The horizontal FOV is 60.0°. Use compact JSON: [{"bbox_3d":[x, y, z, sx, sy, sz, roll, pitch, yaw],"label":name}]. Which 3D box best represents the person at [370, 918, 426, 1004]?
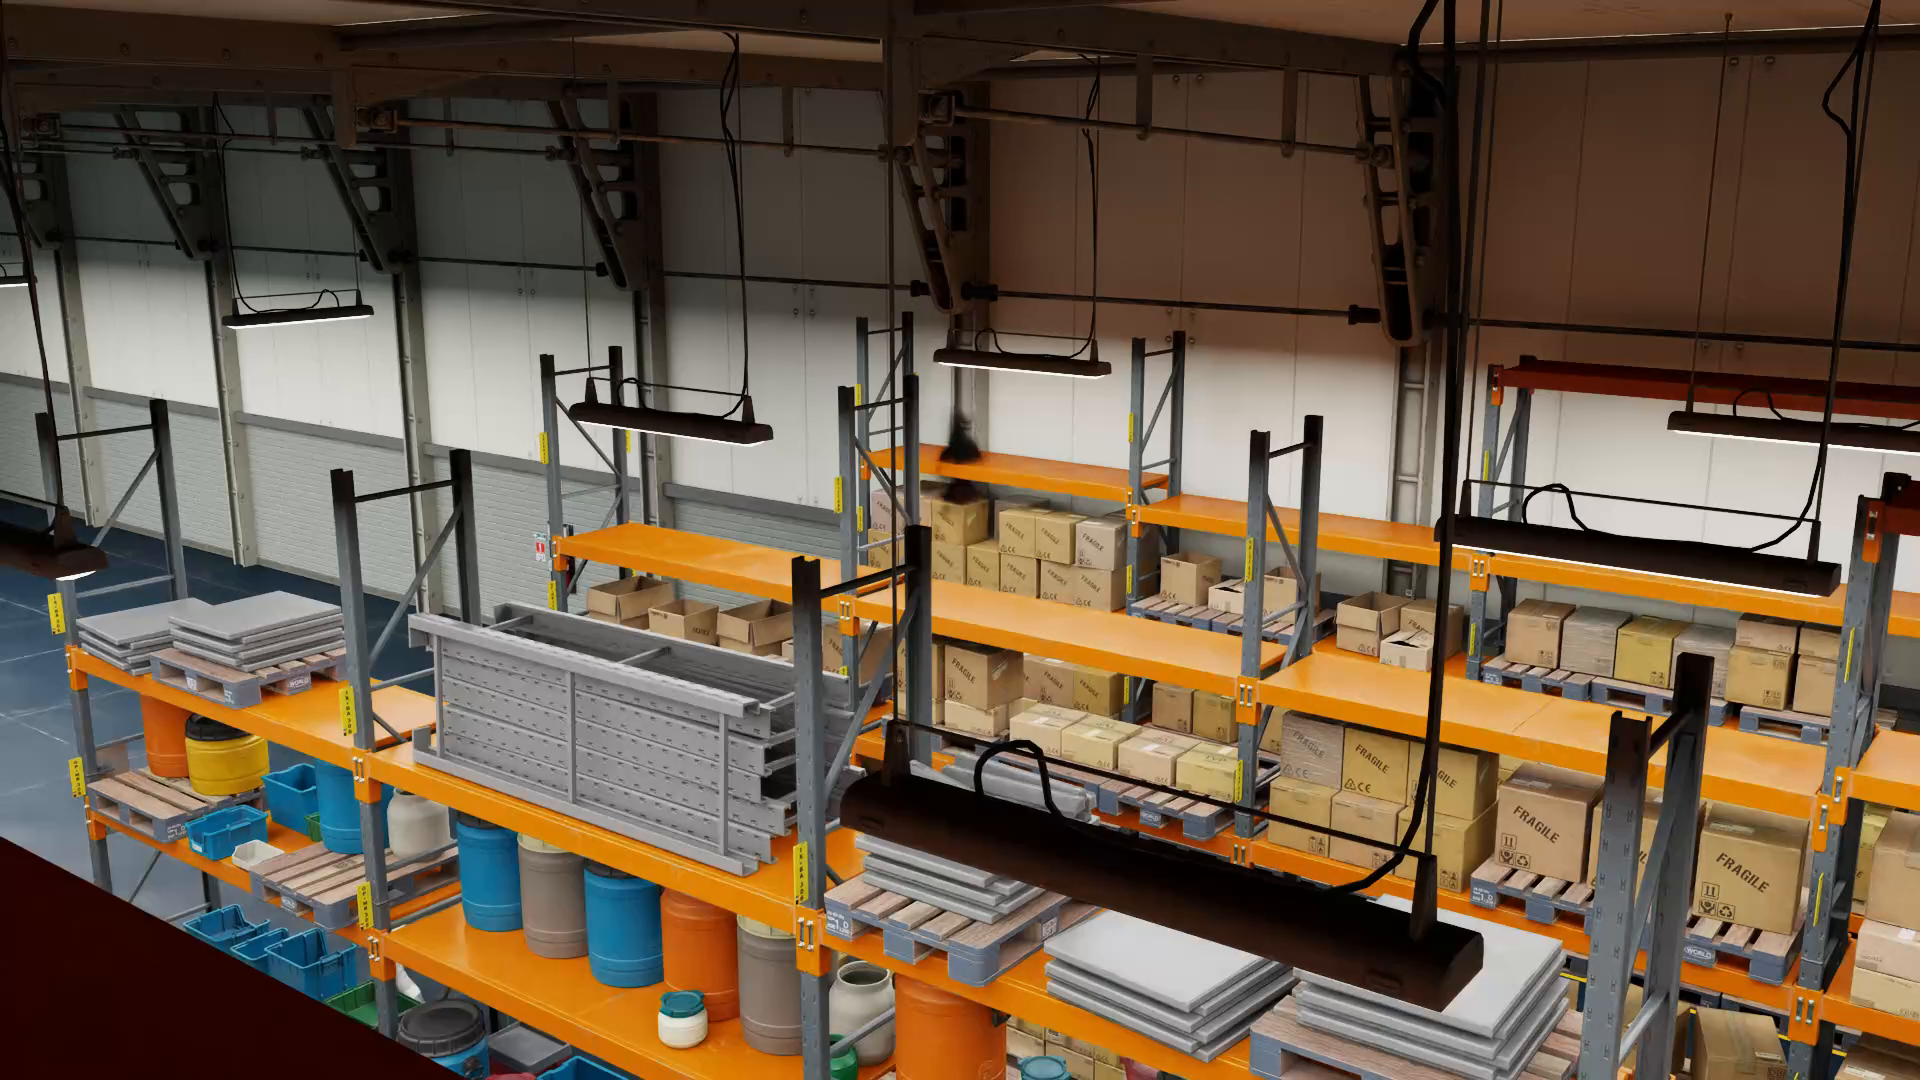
[{"bbox_3d":[-5.387,3.687,15.482,1.072,1.641,0.668,9,16,34],"label":"person"}]
